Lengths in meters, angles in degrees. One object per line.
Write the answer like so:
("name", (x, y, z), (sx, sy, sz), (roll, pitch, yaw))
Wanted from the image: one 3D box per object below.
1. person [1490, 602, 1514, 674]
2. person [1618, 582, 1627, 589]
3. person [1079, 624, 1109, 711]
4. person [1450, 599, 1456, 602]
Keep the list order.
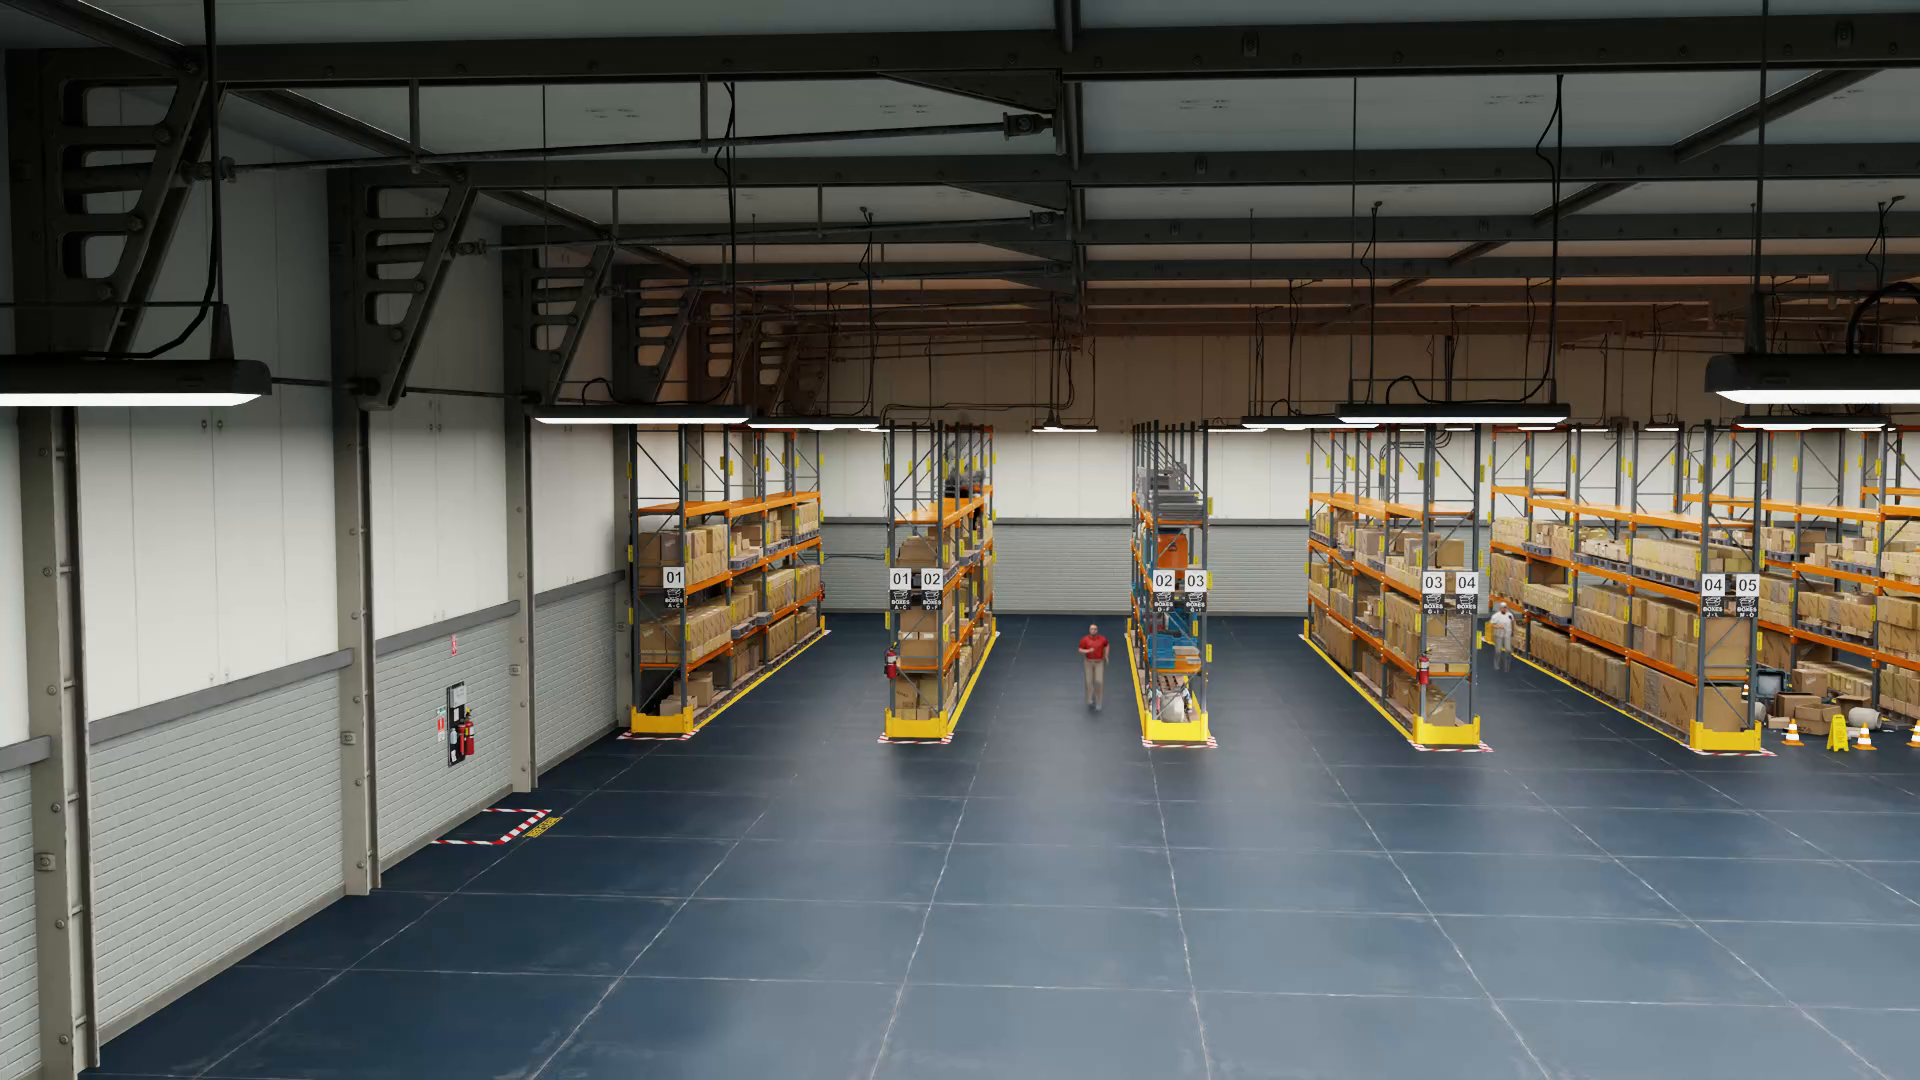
("person", (13.097, 2.367, 40.148), (0.612, 1.745, 0.768), (0, 4, 6))
("person", (18.798, 1.891, 47.402), (0.687, 1.701, 0.710), (0, 4, 4))
("person", (2.804, 2.652, 34.848), (0.642, 1.782, 0.845), (0, 4, 4))
("person", (13.326, 2.101, 44.833), (0.594, 1.677, 0.791), (1, 4, 18))
